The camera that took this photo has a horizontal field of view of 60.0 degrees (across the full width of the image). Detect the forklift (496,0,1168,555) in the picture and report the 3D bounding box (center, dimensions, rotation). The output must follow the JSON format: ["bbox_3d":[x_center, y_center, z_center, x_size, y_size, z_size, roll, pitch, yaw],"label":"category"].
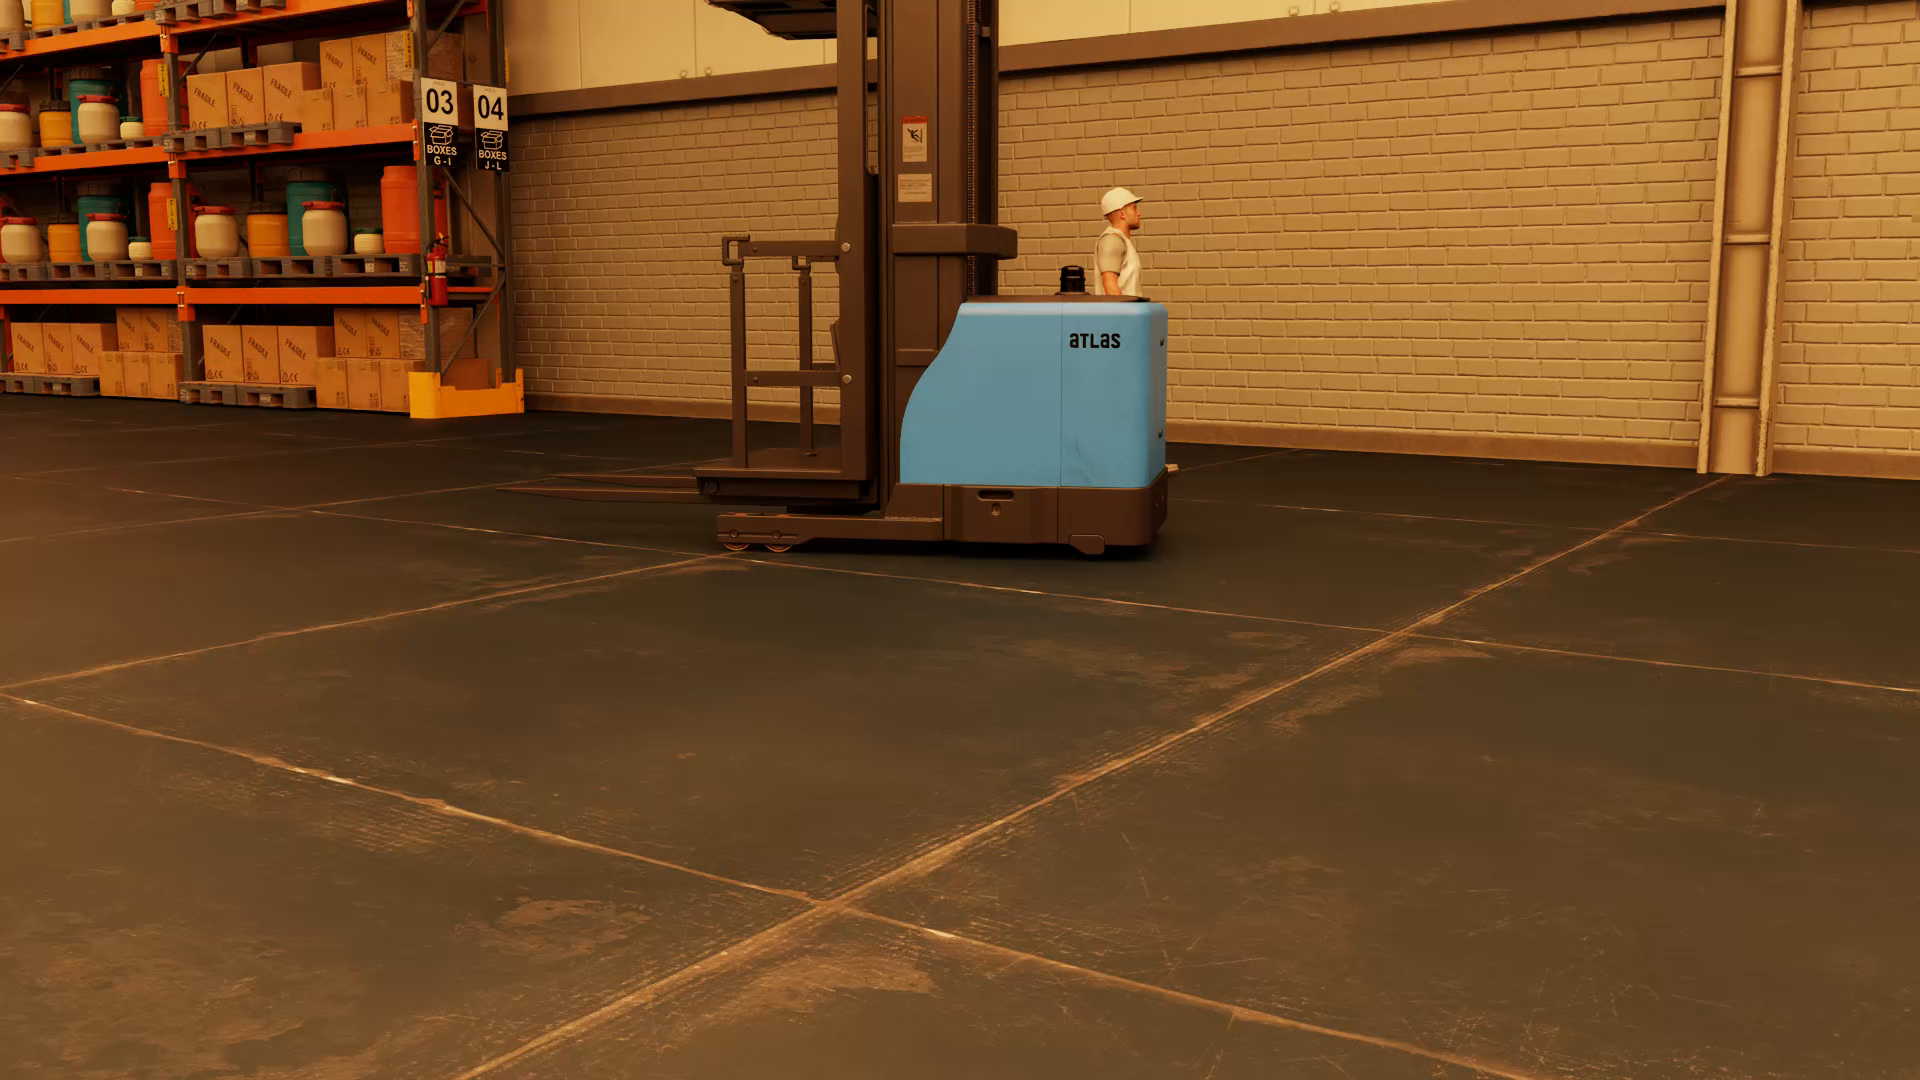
[{"bbox_3d":[-0.596,-1.469,7.520,3.031,2.935,1.130,2,8,12],"label":"forklift"}]

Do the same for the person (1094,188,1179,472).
[{"bbox_3d":[1.132,-1.335,10.581,0.564,1.789,0.638,1,8,9],"label":"person"}]
